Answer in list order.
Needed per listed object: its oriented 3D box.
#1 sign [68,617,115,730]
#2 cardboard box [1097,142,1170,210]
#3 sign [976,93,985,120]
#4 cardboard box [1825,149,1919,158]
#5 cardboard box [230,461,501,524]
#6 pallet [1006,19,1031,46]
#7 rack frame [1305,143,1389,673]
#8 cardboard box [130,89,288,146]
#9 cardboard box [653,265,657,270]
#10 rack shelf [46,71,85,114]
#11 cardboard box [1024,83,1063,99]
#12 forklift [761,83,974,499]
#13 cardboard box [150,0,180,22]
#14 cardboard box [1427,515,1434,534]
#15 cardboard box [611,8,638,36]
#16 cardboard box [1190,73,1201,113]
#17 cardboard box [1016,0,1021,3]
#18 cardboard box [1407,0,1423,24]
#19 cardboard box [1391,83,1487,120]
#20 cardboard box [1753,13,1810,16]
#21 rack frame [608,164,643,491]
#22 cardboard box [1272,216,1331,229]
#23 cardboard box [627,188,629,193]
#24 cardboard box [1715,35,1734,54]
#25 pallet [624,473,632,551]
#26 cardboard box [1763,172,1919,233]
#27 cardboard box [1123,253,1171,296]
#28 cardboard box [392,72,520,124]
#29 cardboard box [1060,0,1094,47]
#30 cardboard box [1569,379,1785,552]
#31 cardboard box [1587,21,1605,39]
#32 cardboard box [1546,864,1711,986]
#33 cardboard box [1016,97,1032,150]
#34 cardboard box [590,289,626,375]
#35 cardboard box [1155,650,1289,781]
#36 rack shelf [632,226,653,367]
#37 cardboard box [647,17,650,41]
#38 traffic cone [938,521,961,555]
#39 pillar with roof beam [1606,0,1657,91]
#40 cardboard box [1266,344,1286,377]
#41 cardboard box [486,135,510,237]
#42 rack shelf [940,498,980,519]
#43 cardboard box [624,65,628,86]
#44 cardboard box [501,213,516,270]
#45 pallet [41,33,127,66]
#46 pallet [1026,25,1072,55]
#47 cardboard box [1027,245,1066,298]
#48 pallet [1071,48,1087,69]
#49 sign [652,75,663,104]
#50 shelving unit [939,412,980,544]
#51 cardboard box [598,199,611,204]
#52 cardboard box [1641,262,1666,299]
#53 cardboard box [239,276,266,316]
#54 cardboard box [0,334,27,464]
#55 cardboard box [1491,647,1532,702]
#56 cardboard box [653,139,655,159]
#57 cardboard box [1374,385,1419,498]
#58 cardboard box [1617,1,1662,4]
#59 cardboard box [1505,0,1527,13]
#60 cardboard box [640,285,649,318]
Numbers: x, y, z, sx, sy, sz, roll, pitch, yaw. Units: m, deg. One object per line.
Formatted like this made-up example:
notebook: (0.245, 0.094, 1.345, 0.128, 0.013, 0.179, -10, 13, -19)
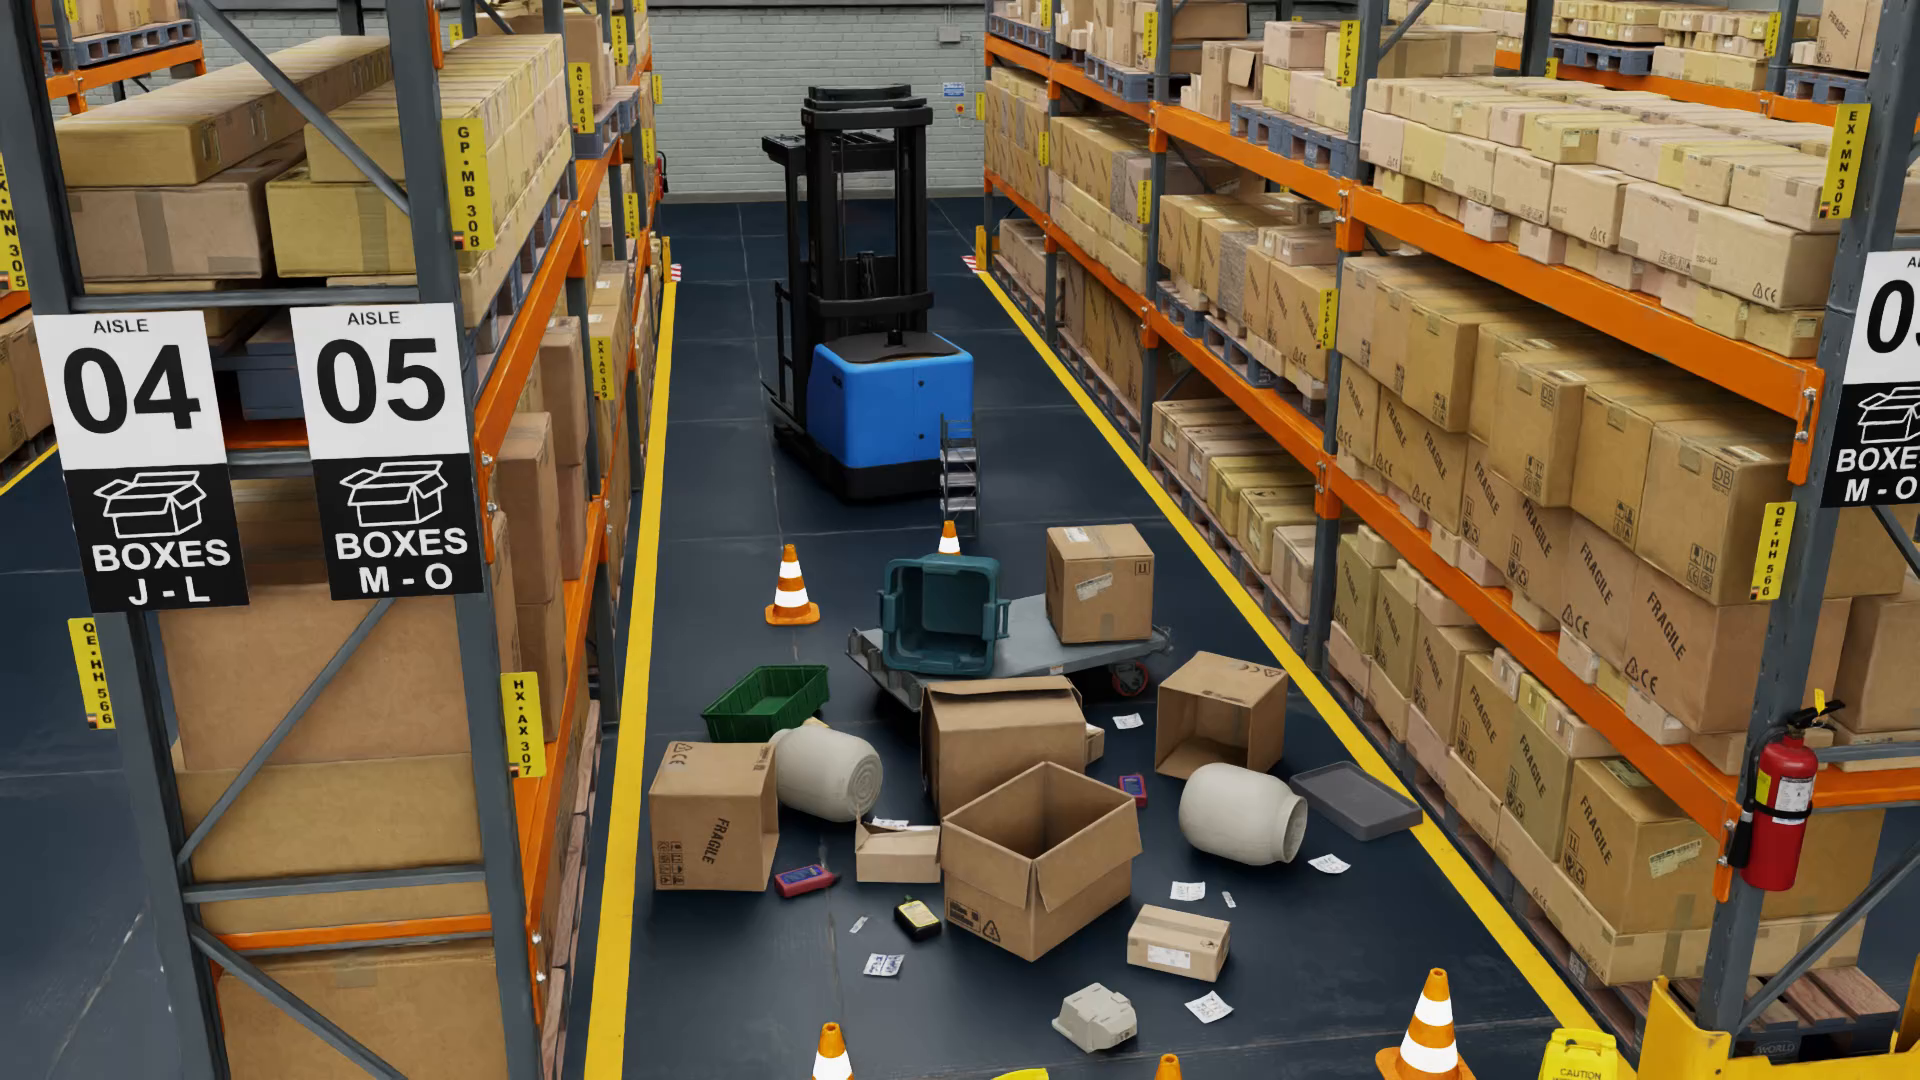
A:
sign: (-2.317, 0.360, 4.472, 0.100, 0.325, 0.005, -3, 21, -8)
cardboard box: (1.472, -3.094, 14.142, 0.500, 0.500, 0.500, -3, 21, -8)
sign: (0.250, -5.250, 20.136, 0.100, 0.325, 0.005, -3, 21, -8)
cardboard box: (3.229, -1.265, 5.747, 0.380, 0.149, 0.250, -3, 21, -8)
cardboard box: (-1.964, 0.098, 5.408, 0.875, 0.550, 0.550, -3, 21, -8)
pallet: (1.096, -5.518, 18.042, 1.003, 0.211, 1.213, -3, 21, -8)
rack frame: (2.529, -0.679, 9.247, 1.000, 3.000, 0.127, -3, 21, -8)
cardboard box: (-2.273, -1.278, 5.041, 0.380, 0.149, 0.250, -3, 21, -7)
cardboard box: (-3.543, -2.933, 18.331, 0.380, 0.149, 0.250, -2, 21, -5)
rack shelf: (-8.142, -3.325, 13.072, 1.077, 0.370, 4.000, -3, 21, -8)
cardboard box: (0.895, -4.804, 17.793, 0.380, 0.149, 0.250, -3, 21, -9)
forklift: (-0.904, -2.156, 13.300, 1.130, 2.935, 3.031, -8, 22, -21)
cardboard box: (-8.879, -5.852, 17.925, 0.700, 0.500, 0.500, -4, 21, -11)
cardboard box: (2.484, -0.083, 8.009, 0.380, 0.149, 0.250, -3, 21, -8)
cardboard box: (-3.340, -4.912, 15.793, 0.500, 0.250, 0.500, -2, 21, -6)
cardboard box: (1.867, -3.200, 11.902, 0.396, 0.266, 0.258, -3, 21, -8)
cardboard box: (0.953, -6.261, 19.376, 0.500, 0.250, 0.500, -5, 21, -13)
cardboard box: (5.598, -6.217, 19.577, 0.500, 0.250, 0.500, -3, 21, -7)
cardboard box: (2.318, -2.126, 8.053, 0.380, 0.149, 0.250, -2, 21, -6)
cardboard box: (6.954, -4.383, 14.096, 0.380, 0.149, 0.250, -2, 21, -6)
rack frame: (-2.931, -1.779, 12.193, 1.000, 3.000, 0.127, -3, 21, -8)
cardboard box: (2.453, -1.950, 11.483, 0.500, 0.500, 0.500, -4, 21, -11)
cardboard box: (-3.183, -3.078, 15.003, 0.380, 0.149, 0.250, -2, 21, -5)
cardboard box: (6.544, -4.131, 13.846, 0.380, 0.149, 0.250, -2, 21, -7)
pallet: (-2.892, -0.196, 11.940, 1.003, 0.211, 1.213, -3, 21, -8)
cardboard box: (2.765, -1.057, 5.192, 0.380, 0.149, 0.250, -3, 21, -7)
cardboard box: (1.623, -2.156, 13.415, 0.500, 0.250, 0.500, -4, 21, -10)
cardboard box: (-1.693, -1.486, 5.596, 0.380, 0.149, 0.250, -3, 21, -8)
cardboard box: (1.216, -4.778, 15.191, 0.500, 0.500, 0.500, -3, 21, -9)
cardboard box: (2.751, -0.290, 6.209, 0.700, 0.500, 0.500, -3, 21, -7)
cardboard box: (6.087, -4.754, 15.487, 0.380, 0.149, 0.250, -3, 21, -8)
cardboard box: (2.720, 1.523, 6.682, 0.500, 0.250, 0.500, -3, 21, -8)
cardboard box: (0.887, -4.465, 17.813, 0.500, 0.500, 0.500, -3, 21, -7)
cardboard box: (-2.458, -1.338, 10.868, 0.500, 0.500, 0.500, -3, 21, -9)
cardboard box: (1.337, 0.930, 8.507, 0.500, 0.500, 0.500, 12, 24, 29)
rack shelf: (-3.219, -2.135, 14.173, 1.077, 0.370, 4.000, -3, 21, -8)
cardboard box: (-3.757, -5.740, 18.724, 0.500, 0.250, 0.500, -3, 21, -9)
traffic cone: (-0.066, 0.101, 10.785, 0.336, 0.463, 0.334, -3, 21, -8)
pillar with roof beam: (2.819, -6.580, 16.473, 9.100, 9.000, 0.400, -3, 21, -8)
cardboard box: (2.089, -1.102, 10.138, 0.380, 0.149, 0.250, -3, 21, -9)
cardboard box: (-1.668, -1.083, 5.088, 0.500, 0.250, 0.500, -3, 21, -8)
rack shelf: (-0.001, -0.225, 11.641, 0.258, 0.077, 0.200, -3, 21, -8)
cardboard box: (-2.906, -3.788, 13.141, 0.500, 0.500, 0.500, -3, 21, -8)
cardboard box: (-1.620, -0.938, 5.269, 0.380, 0.149, 0.250, -3, 21, -7)
pallet: (-8.538, -4.596, 15.575, 1.003, 0.211, 1.213, -3, 21, -8)
pallet: (1.269, -5.096, 16.913, 1.003, 0.211, 1.213, -3, 21, -8)
cardboard box: (1.262, -2.978, 18.464, 0.875, 0.438, 0.875, -4, 21, -9)
pallet: (1.557, -4.449, 15.328, 0.805, 0.209, 1.217, -4, 21, -10)
sign: (-3.532, -5.261, 19.407, 0.100, 0.325, 0.005, -3, 21, -8)
shelving unit: (-0.001, -0.424, 11.566, 0.258, 0.900, 0.210, -3, 21, -8)
cardboard box: (-2.957, -2.670, 13.487, 0.380, 0.149, 0.250, -2, 21, -5)
cardboard box: (2.734, -0.960, 6.072, 0.380, 0.149, 0.250, -3, 21, -7)
cardboard box: (-2.197, -0.726, 4.701, 0.380, 0.149, 0.250, -3, 21, -7)
cardboard box: (-7.933, -1.005, 12.557, 1.225, 0.875, 0.875, -4, 21, -10)
cardboard box: (2.544, 0.576, 7.218, 0.380, 0.149, 0.250, -2, 21, -5)
cardboard box: (-3.696, -4.414, 18.679, 0.500, 0.500, 0.500, -3, 21, -9)
cardboard box: (2.412, -0.526, 8.270, 0.500, 0.500, 0.500, -3, 21, -8)
cardboard box: (6.550, -5.099, 15.985, 0.380, 0.149, 0.250, -3, 21, -9)
cardboard box: (5.977, -5.572, 17.134, 0.500, 0.250, 0.500, -3, 21, -8)
cardboard box: (-3.089, -2.117, 14.999, 0.500, 0.250, 0.500, -2, 21, -5)
